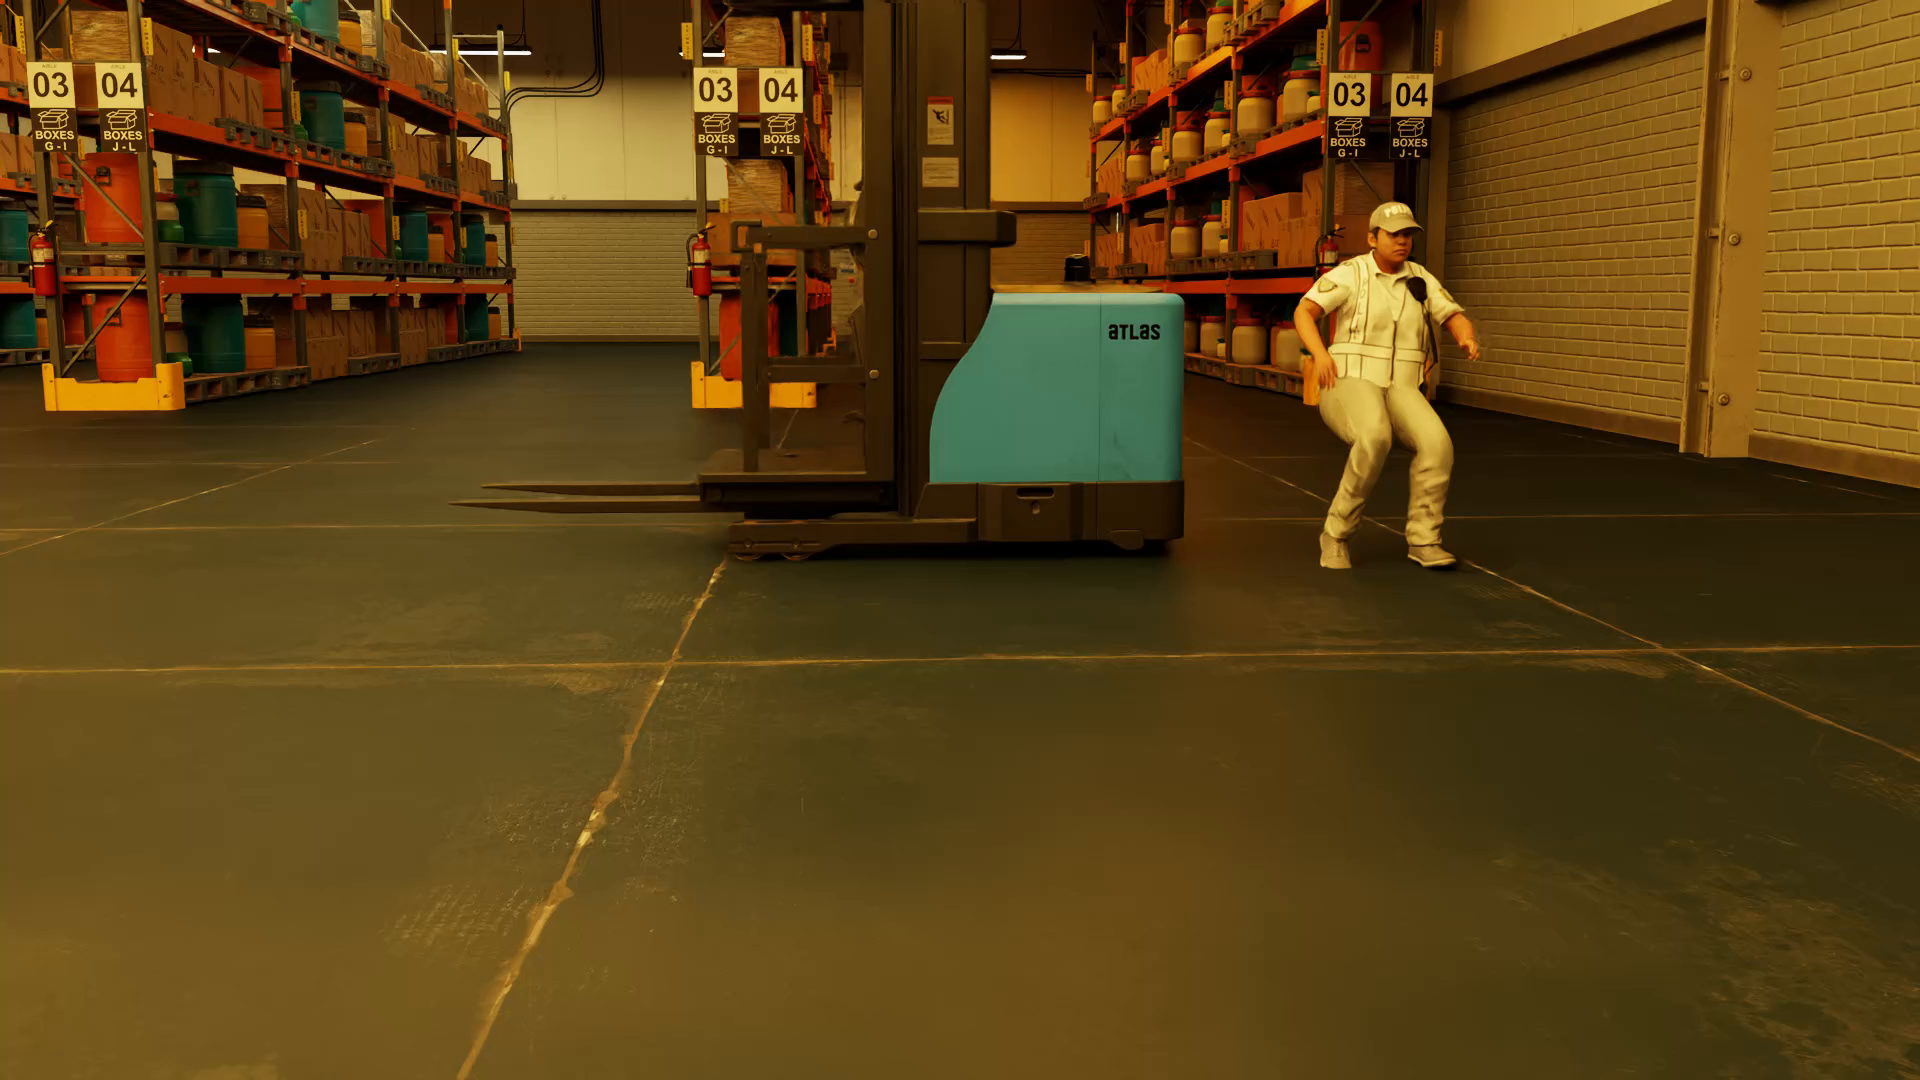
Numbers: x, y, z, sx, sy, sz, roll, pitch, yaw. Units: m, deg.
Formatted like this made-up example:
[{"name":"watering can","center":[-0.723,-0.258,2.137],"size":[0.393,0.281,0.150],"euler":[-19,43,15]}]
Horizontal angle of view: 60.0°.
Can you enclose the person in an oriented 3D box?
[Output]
[{"name":"person","center":[1.770,-0.620,6.725],"size":[0.767,1.489,0.765],"euler":[-2,9,-16]}]

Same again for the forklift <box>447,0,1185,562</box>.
[{"name":"forklift","center":[-0.610,-1.443,7.047],"size":[3.031,2.935,1.130],"euler":[-1,8,-4]}]
